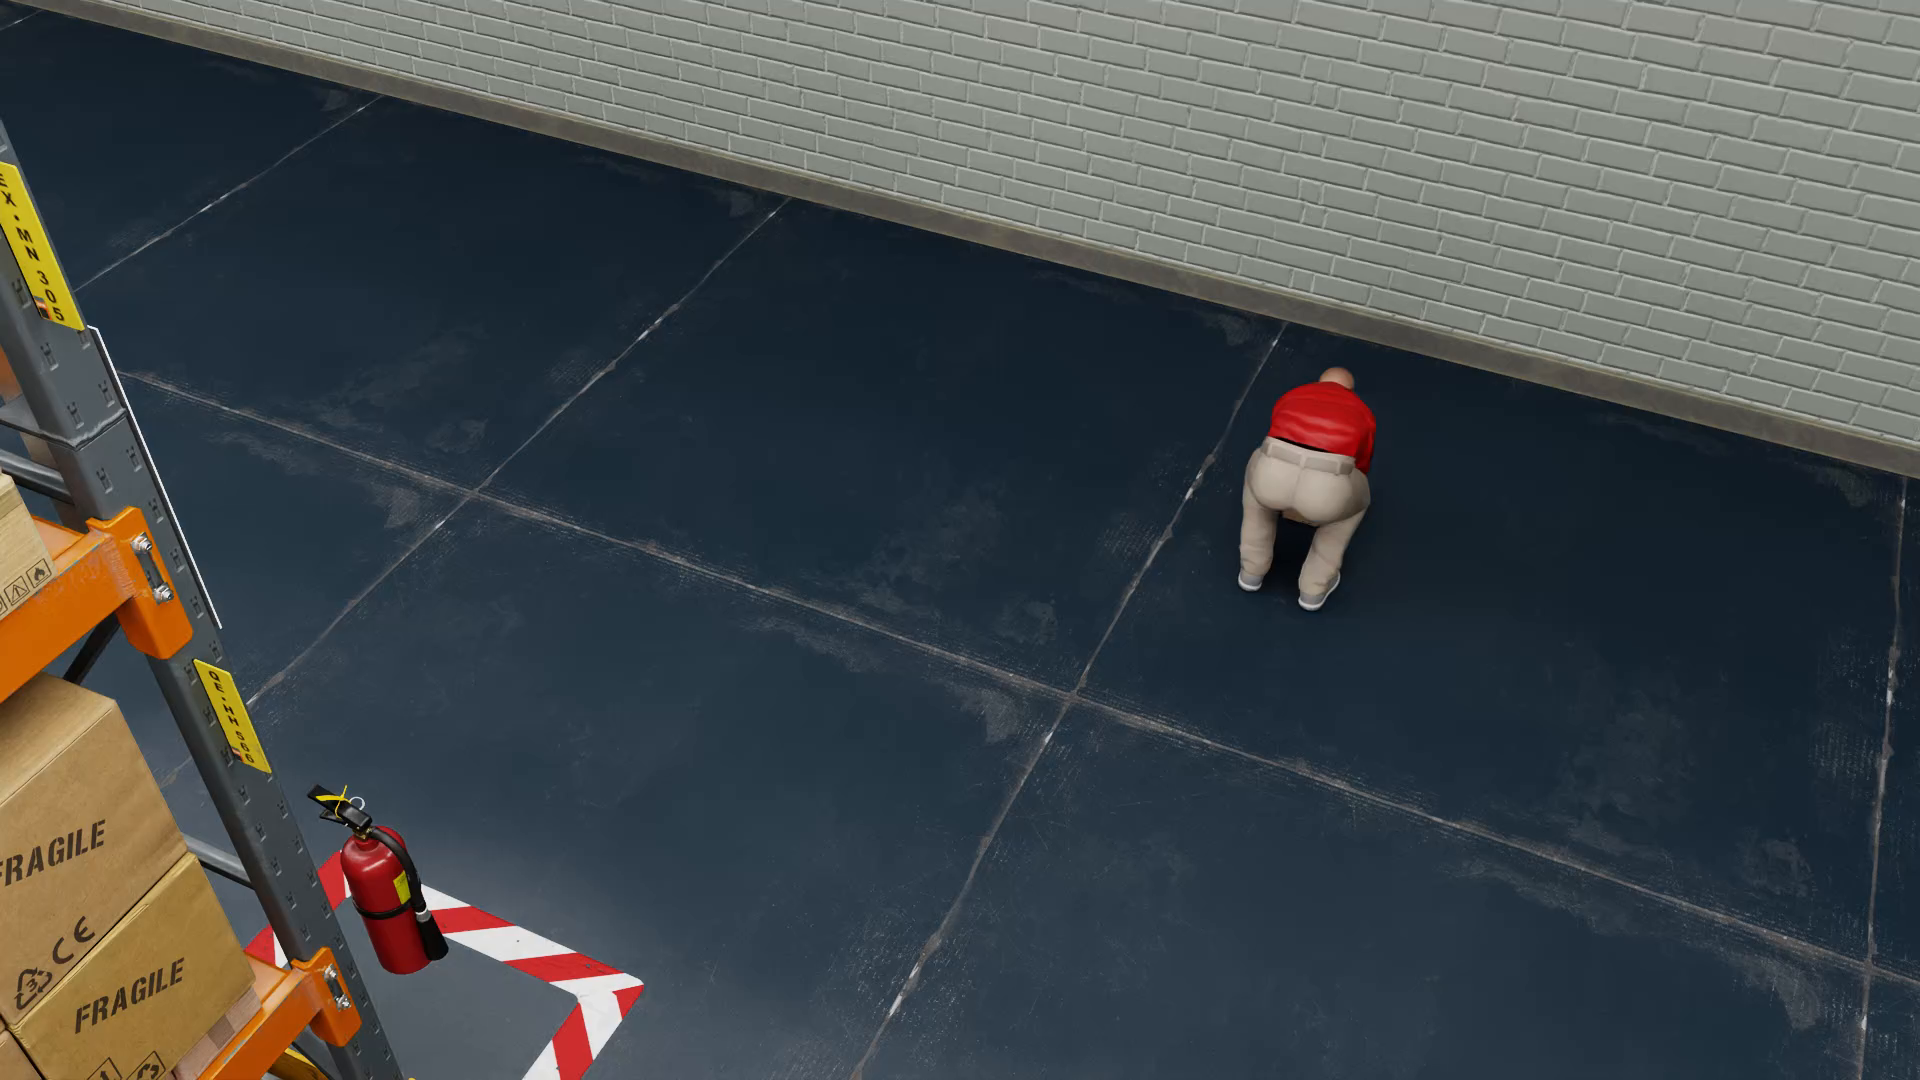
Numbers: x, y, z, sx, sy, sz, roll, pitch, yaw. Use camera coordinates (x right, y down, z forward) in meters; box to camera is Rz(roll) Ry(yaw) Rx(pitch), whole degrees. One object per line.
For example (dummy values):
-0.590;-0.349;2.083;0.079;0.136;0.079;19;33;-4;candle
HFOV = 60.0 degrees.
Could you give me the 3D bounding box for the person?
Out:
1.449;-0.517;6.779;0.478;1.702;0.526;17;44;18;person
